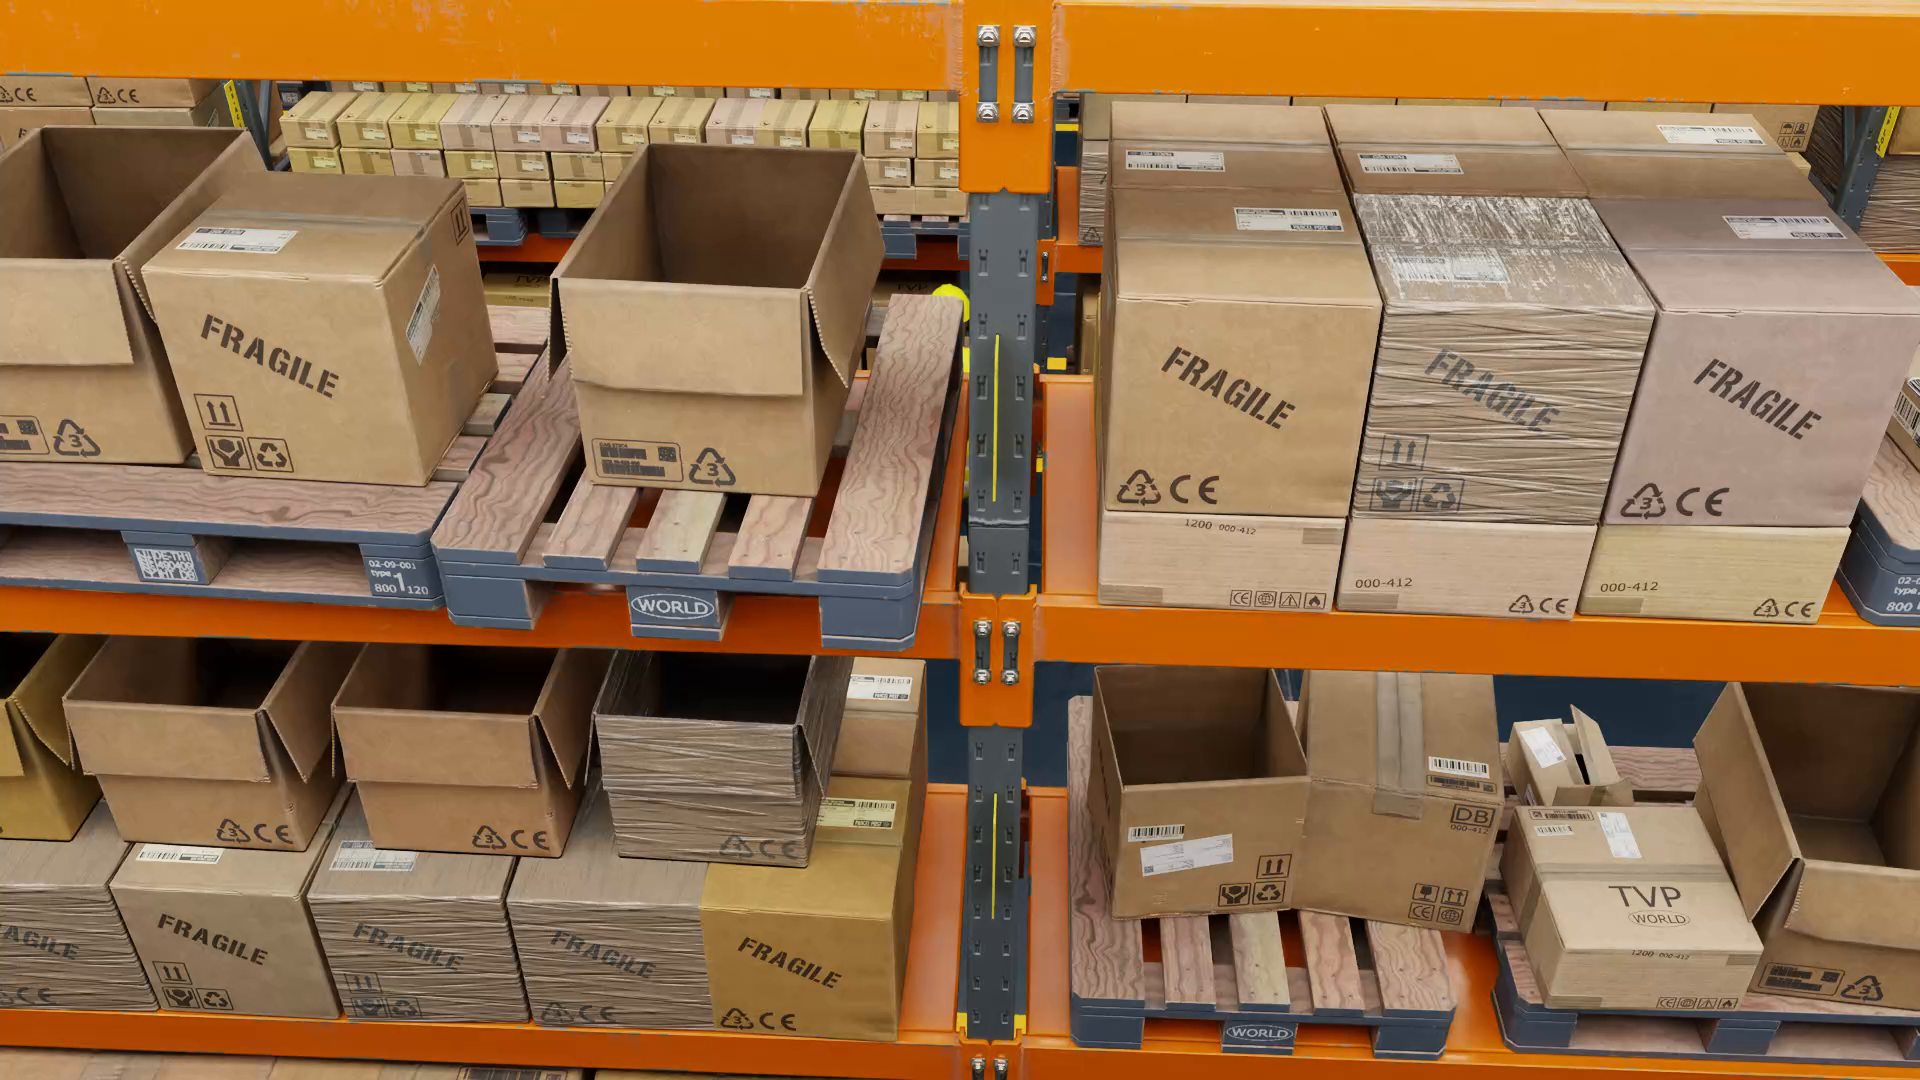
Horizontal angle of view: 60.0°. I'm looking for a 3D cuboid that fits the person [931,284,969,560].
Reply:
[{"bbox_3d":[-0.029,-0.327,7.560,0.625,1.760,0.461,1,35,2],"label":"person"}]
